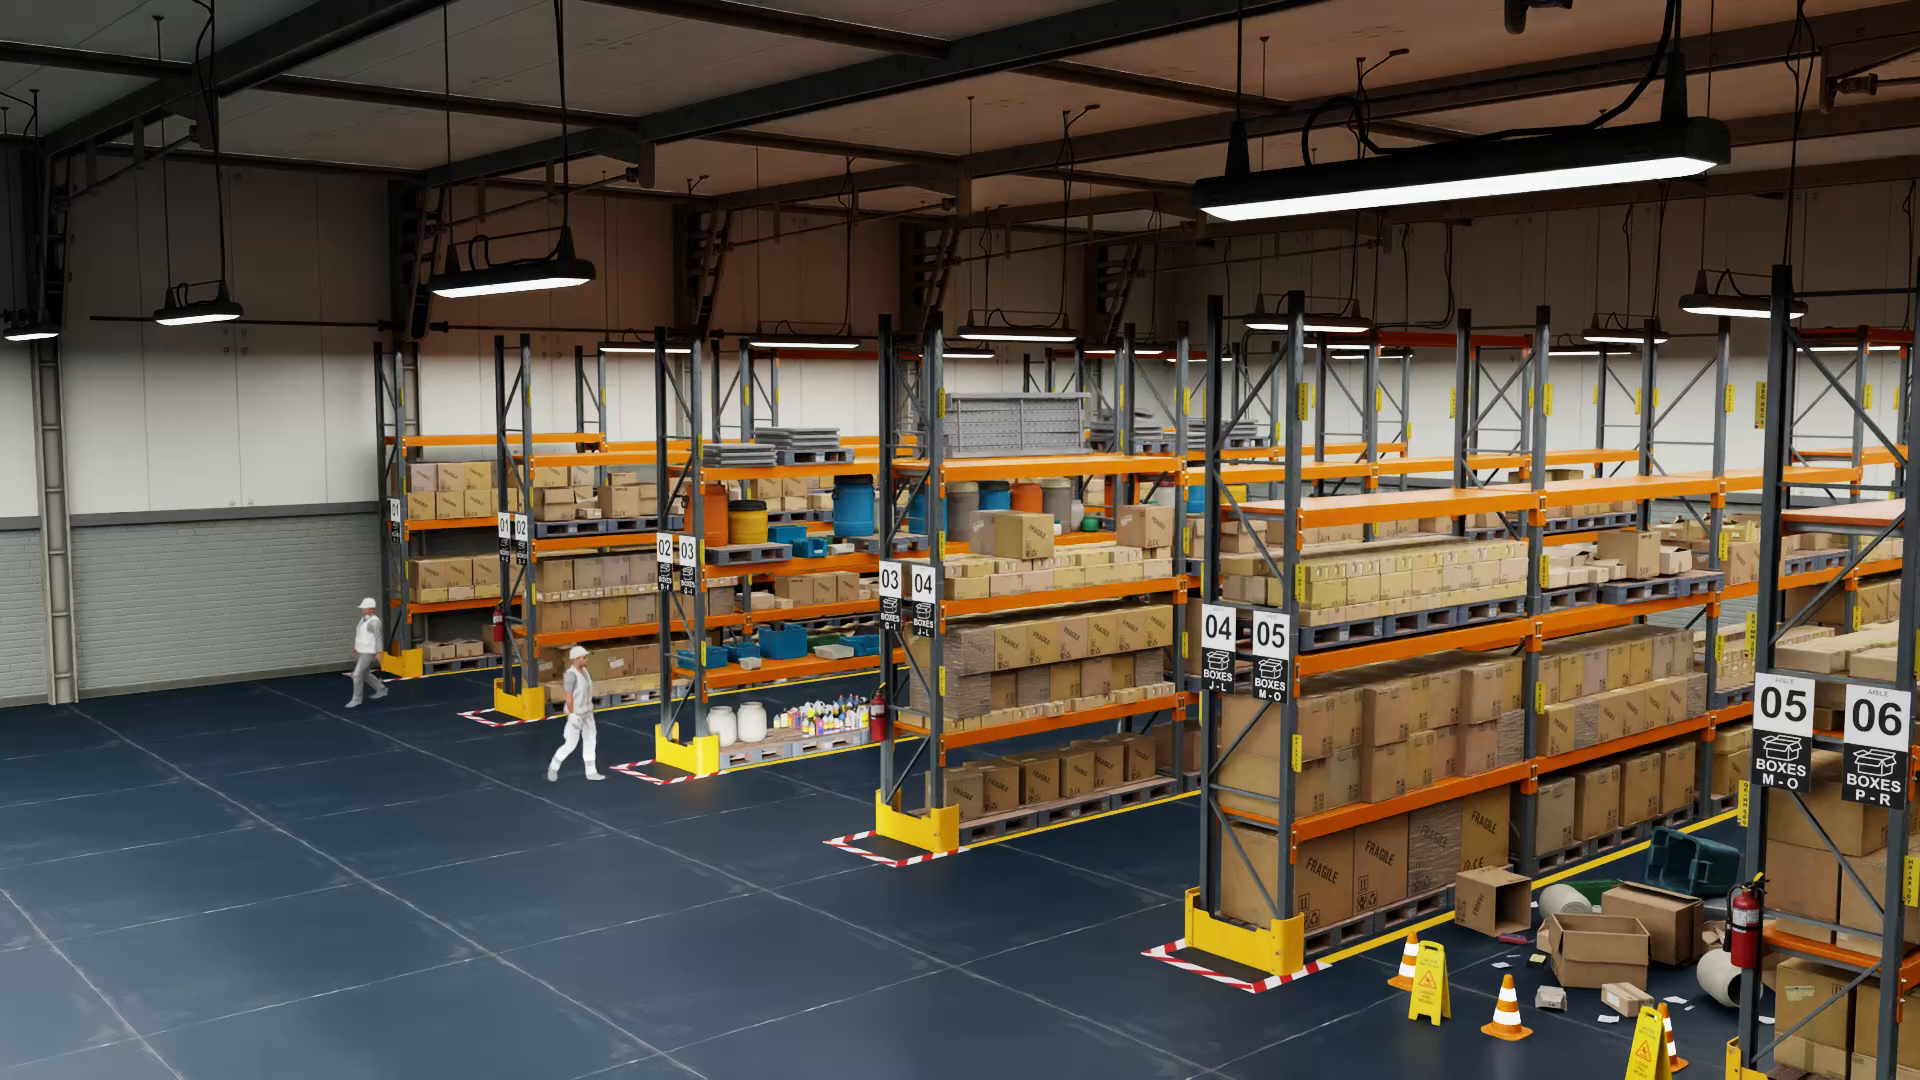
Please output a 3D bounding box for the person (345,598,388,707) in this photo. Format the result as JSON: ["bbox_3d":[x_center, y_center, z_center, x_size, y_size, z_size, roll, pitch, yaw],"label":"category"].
[{"bbox_3d":[-9.728,1.830,27.235,0.753,1.768,0.610,-5,7,-42],"label":"person"}]

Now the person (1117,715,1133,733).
[{"bbox_3d":[2.400,2.212,23.575,0.444,1.696,0.683,4,6,36],"label":"person"}]

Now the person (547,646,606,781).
[{"bbox_3d":[-5.059,2.288,21.899,0.747,1.788,0.562,2,6,25],"label":"person"}]
